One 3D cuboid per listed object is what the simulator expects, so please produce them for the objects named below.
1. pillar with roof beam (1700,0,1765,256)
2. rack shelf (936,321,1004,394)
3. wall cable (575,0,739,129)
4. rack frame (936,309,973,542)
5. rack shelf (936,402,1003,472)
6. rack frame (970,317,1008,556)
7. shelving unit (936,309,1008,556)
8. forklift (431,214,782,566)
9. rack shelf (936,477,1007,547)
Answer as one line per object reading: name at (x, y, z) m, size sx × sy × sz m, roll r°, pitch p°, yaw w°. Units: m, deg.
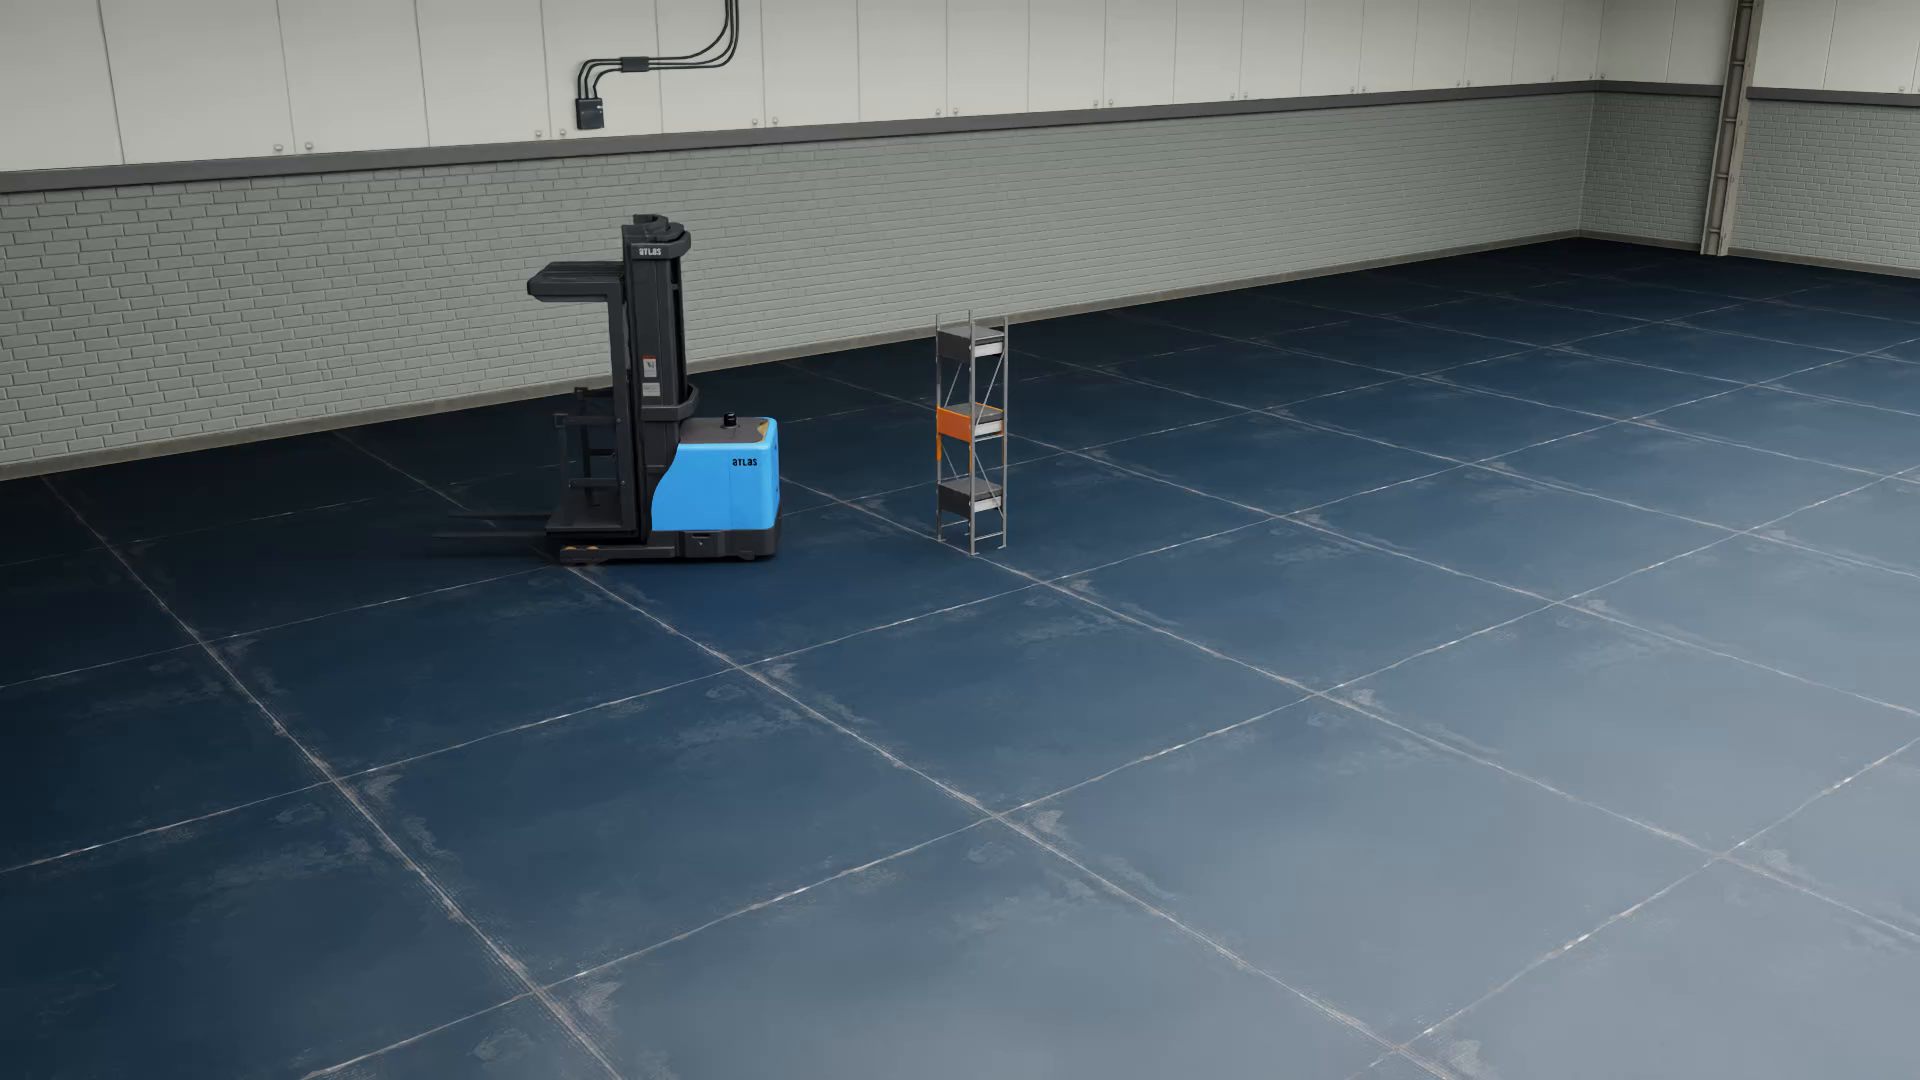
pillar with roof beam at (10.992, -8.875, 27.738) m, size 9.100 × 9.000 × 0.400 m, roll -14°, pitch 23°, yaw -36°
rack shelf at (0.103, -1.608, 14.581) m, size 0.431 × 0.518 × 0.480 m, roll -14°, pitch 23°, yaw -36°
wall cable at (-3.666, -8.015, 19.730) m, size 2.305 × 6.003 × 0.169 m, roll -14°, pitch 23°, yaw -36°
rack frame at (-0.049, -1.016, 14.978) m, size 0.400 × 2.100 × 0.015 m, roll -14°, pitch 23°, yaw -36°
rack shelf at (0.103, -0.943, 14.801) m, size 0.431 × 0.518 × 0.480 m, roll -14°, pitch 23°, yaw -36°
rack frame at (0.254, -0.896, 14.615) m, size 0.400 × 2.100 × 0.015 m, roll -14°, pitch 23°, yaw -36°
shelving unit at (0.103, -0.956, 14.797) m, size 0.431 × 2.100 × 0.503 m, roll -14°, pitch 23°, yaw -36°
forklift at (-3.159, -1.334, 14.617) m, size 3.031 × 2.935 × 1.130 m, roll -1°, pitch 18°, yaw -2°
rack shelf at (0.103, -0.279, 15.021) m, size 0.431 × 0.518 × 0.480 m, roll -14°, pitch 23°, yaw -36°
